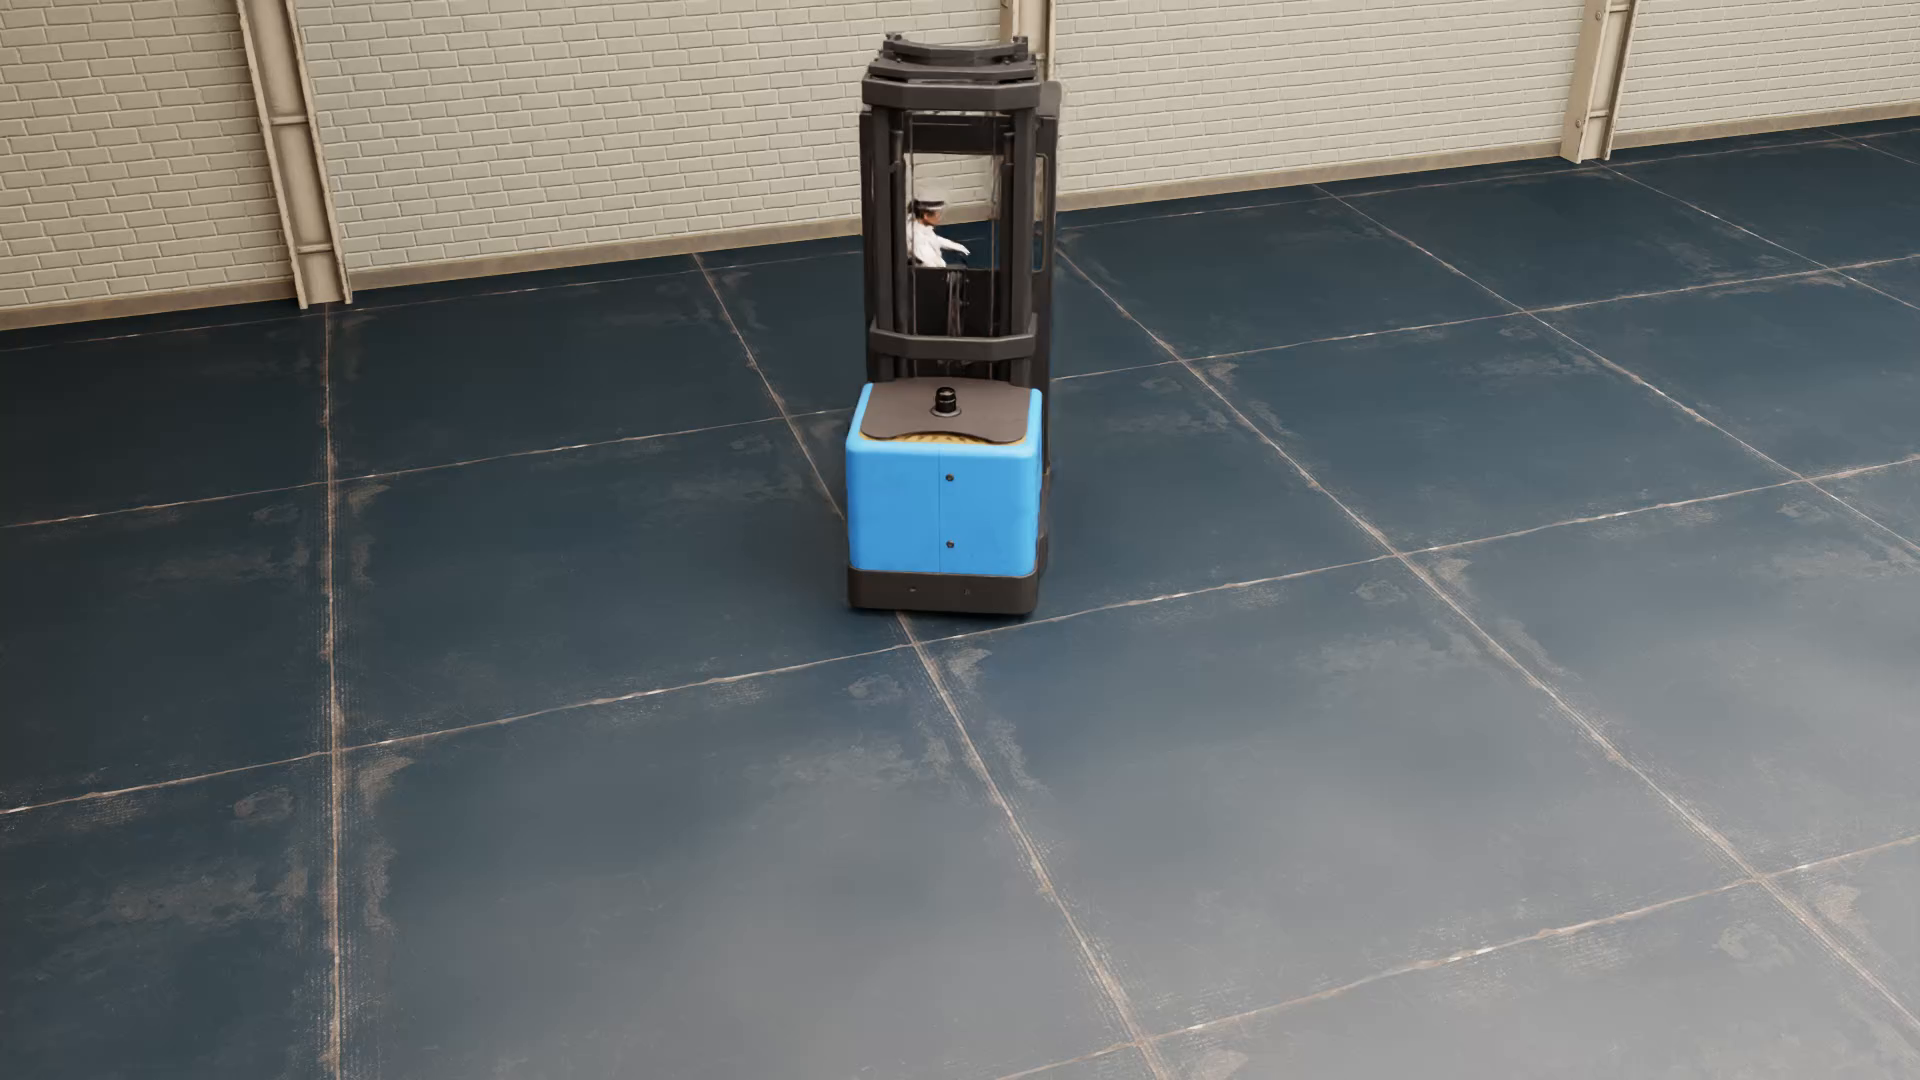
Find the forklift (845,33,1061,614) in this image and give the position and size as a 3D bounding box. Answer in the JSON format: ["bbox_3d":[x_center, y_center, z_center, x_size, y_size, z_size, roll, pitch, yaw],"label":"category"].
[{"bbox_3d":[0.010,-1.567,9.810,1.130,2.935,3.031,2,30,4],"label":"forklift"}]

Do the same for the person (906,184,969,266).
[{"bbox_3d":[-0.063,-1.705,11.233,0.694,1.437,0.847,-4,30,-7],"label":"person"}]
